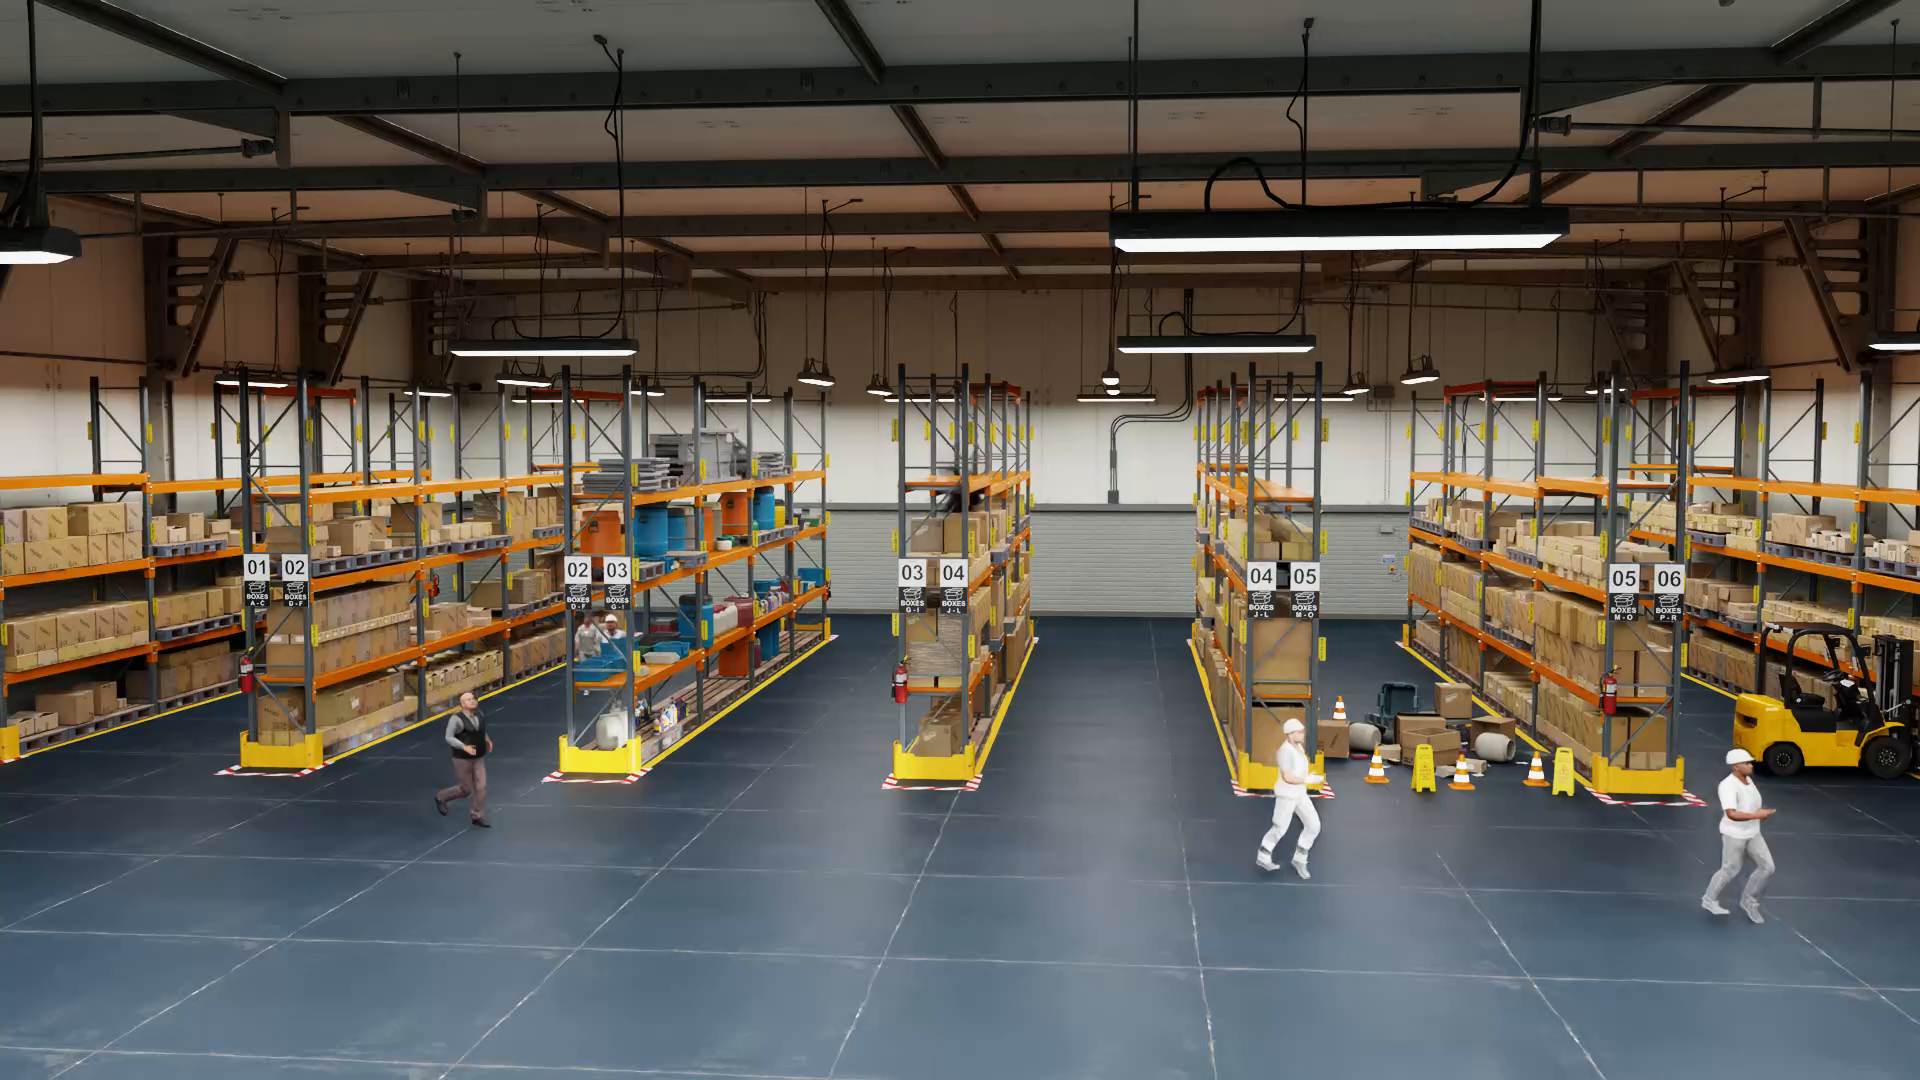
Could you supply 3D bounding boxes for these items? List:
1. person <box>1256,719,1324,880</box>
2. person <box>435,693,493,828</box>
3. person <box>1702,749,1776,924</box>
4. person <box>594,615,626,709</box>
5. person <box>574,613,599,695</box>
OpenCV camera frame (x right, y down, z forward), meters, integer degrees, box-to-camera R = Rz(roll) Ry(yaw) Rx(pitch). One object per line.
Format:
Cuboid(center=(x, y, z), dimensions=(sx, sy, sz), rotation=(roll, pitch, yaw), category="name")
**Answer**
Cuboid(center=(3.739, 2.912, 18.689), dimensions=(0.837, 1.827, 0.641), rotation=(3, 5, 40), category="person")
Cuboid(center=(-6.319, 2.798, 21.301), dimensions=(0.810, 1.719, 0.669), rotation=(2, 4, 33), category="person")
Cuboid(center=(7.993, 3.037, 16.992), dimensions=(0.684, 1.816, 0.731), rotation=(-3, 5, -36), category="person")
Cuboid(center=(-6.227, 2.225, 29.731), dimensions=(0.648, 1.790, 0.705), rotation=(0, 4, 4), category="person")
Cuboid(center=(-7.154, 2.175, 31.942), dimensions=(0.541, 1.552, 0.666), rotation=(0, 4, -3), category="person")
